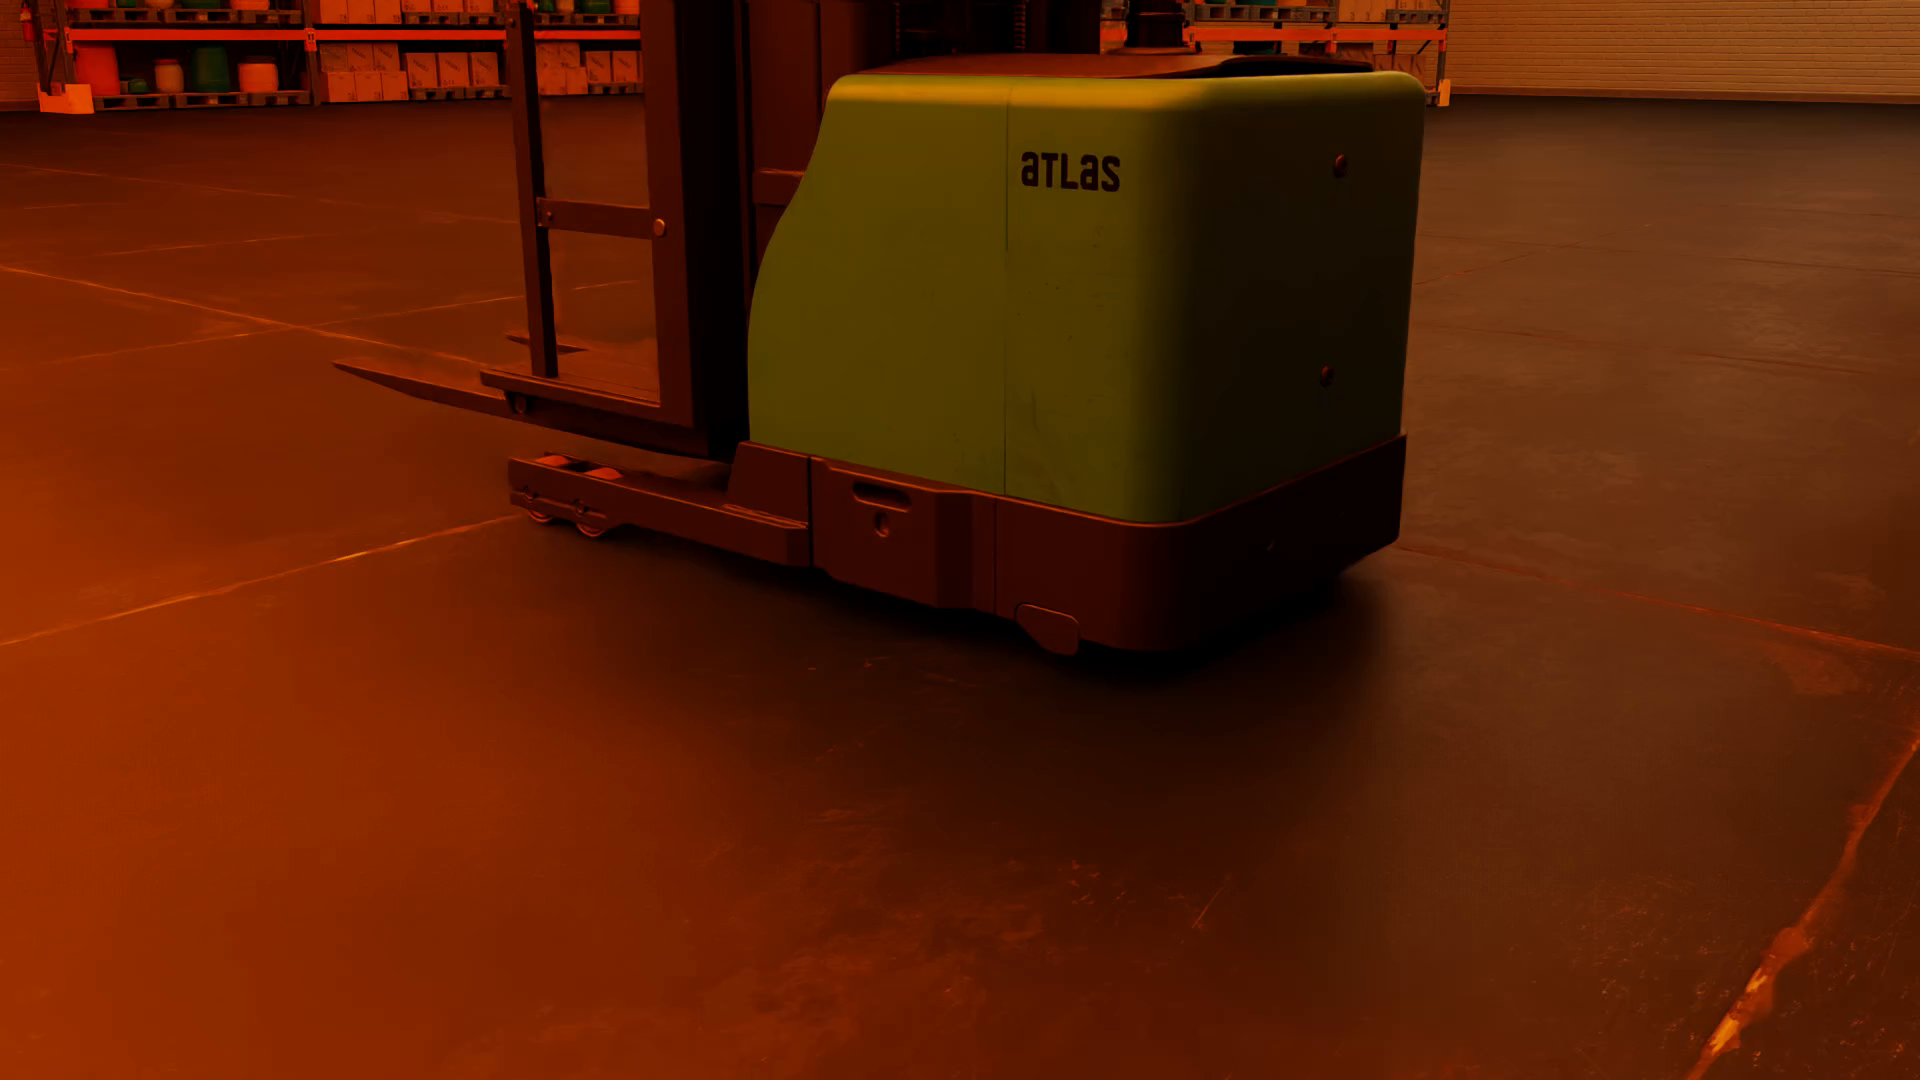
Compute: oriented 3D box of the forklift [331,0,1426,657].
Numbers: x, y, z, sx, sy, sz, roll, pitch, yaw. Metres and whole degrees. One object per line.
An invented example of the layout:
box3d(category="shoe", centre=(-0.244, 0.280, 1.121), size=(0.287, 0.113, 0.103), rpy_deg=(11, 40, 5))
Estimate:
box3d(category="forklift", centre=(-0.478, -1.513, 3.881), size=(3.031, 2.935, 1.130), rpy_deg=(13, 21, 37))
